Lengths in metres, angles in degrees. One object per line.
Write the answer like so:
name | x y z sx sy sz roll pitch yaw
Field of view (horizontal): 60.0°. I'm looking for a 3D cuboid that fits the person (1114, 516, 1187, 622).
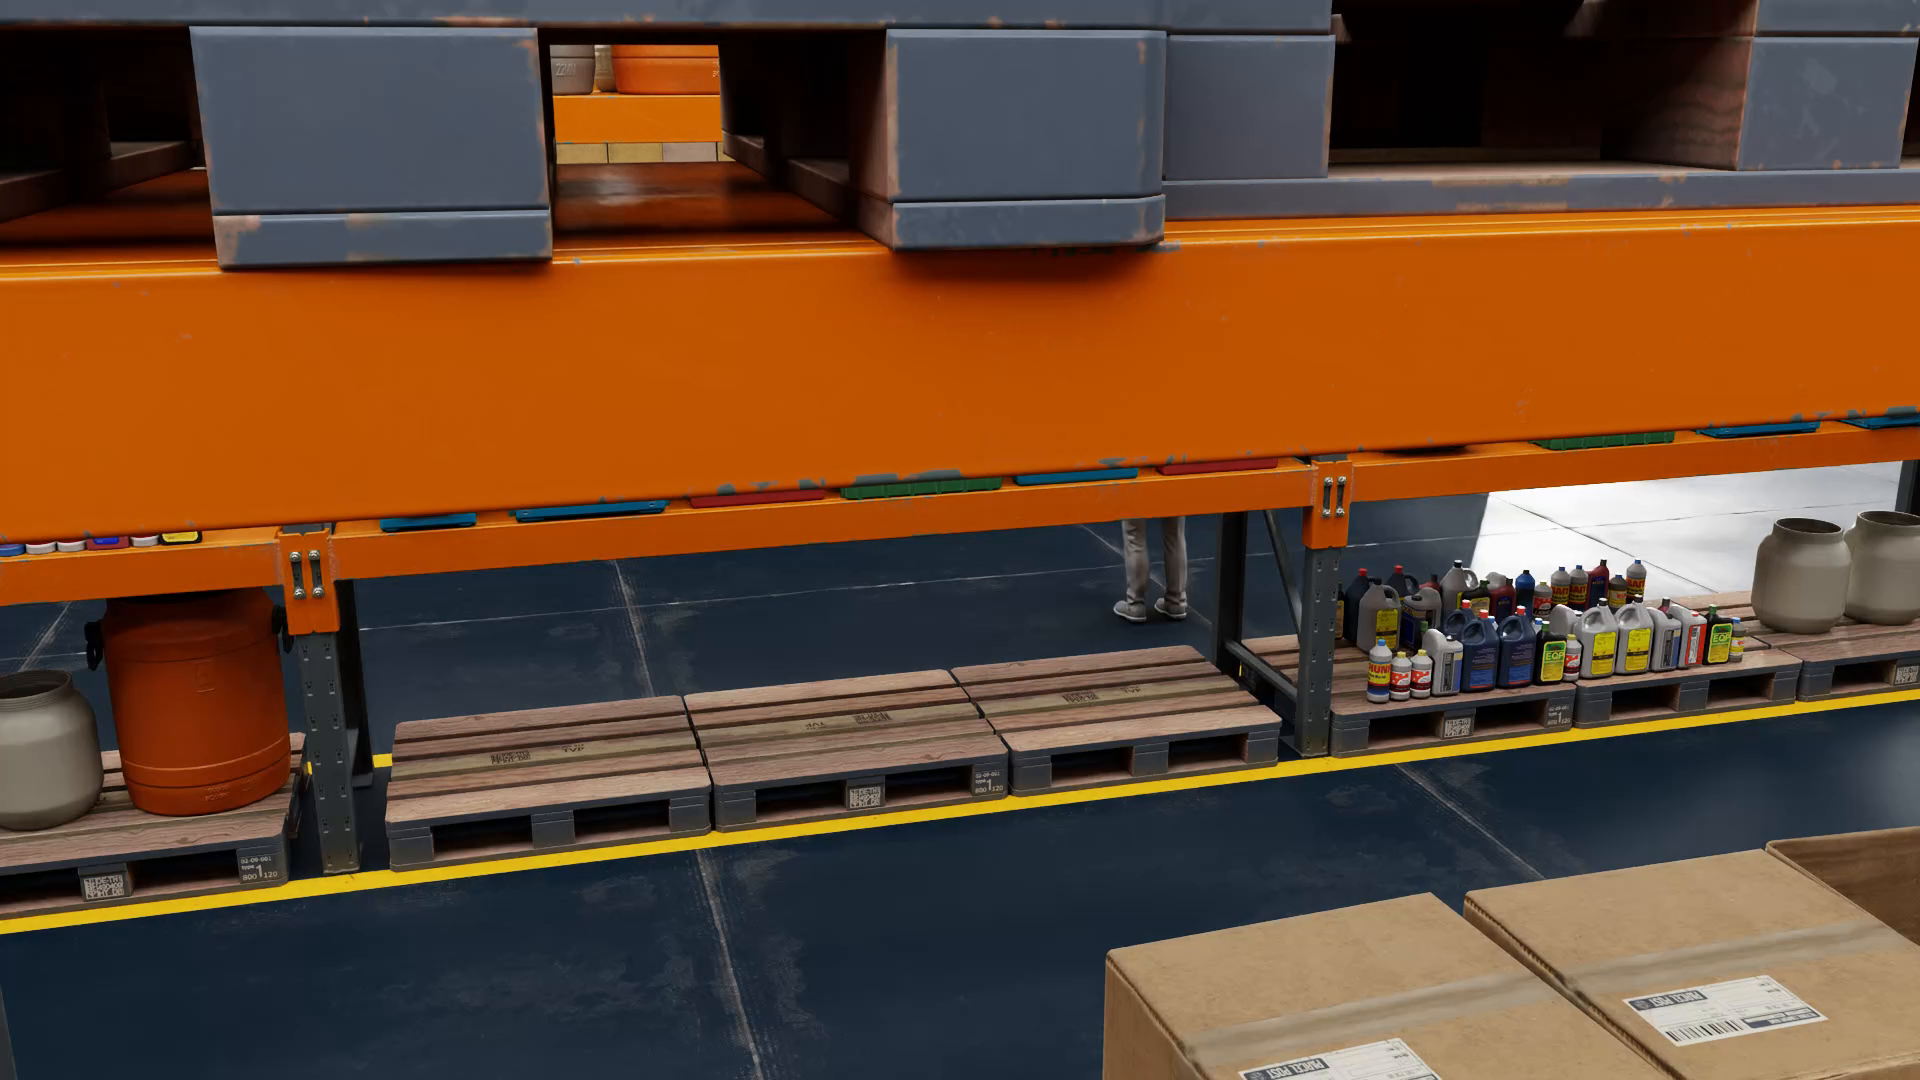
person | 1.033 -0.410 8.914 0.454 1.689 0.540 -4 17 -14
